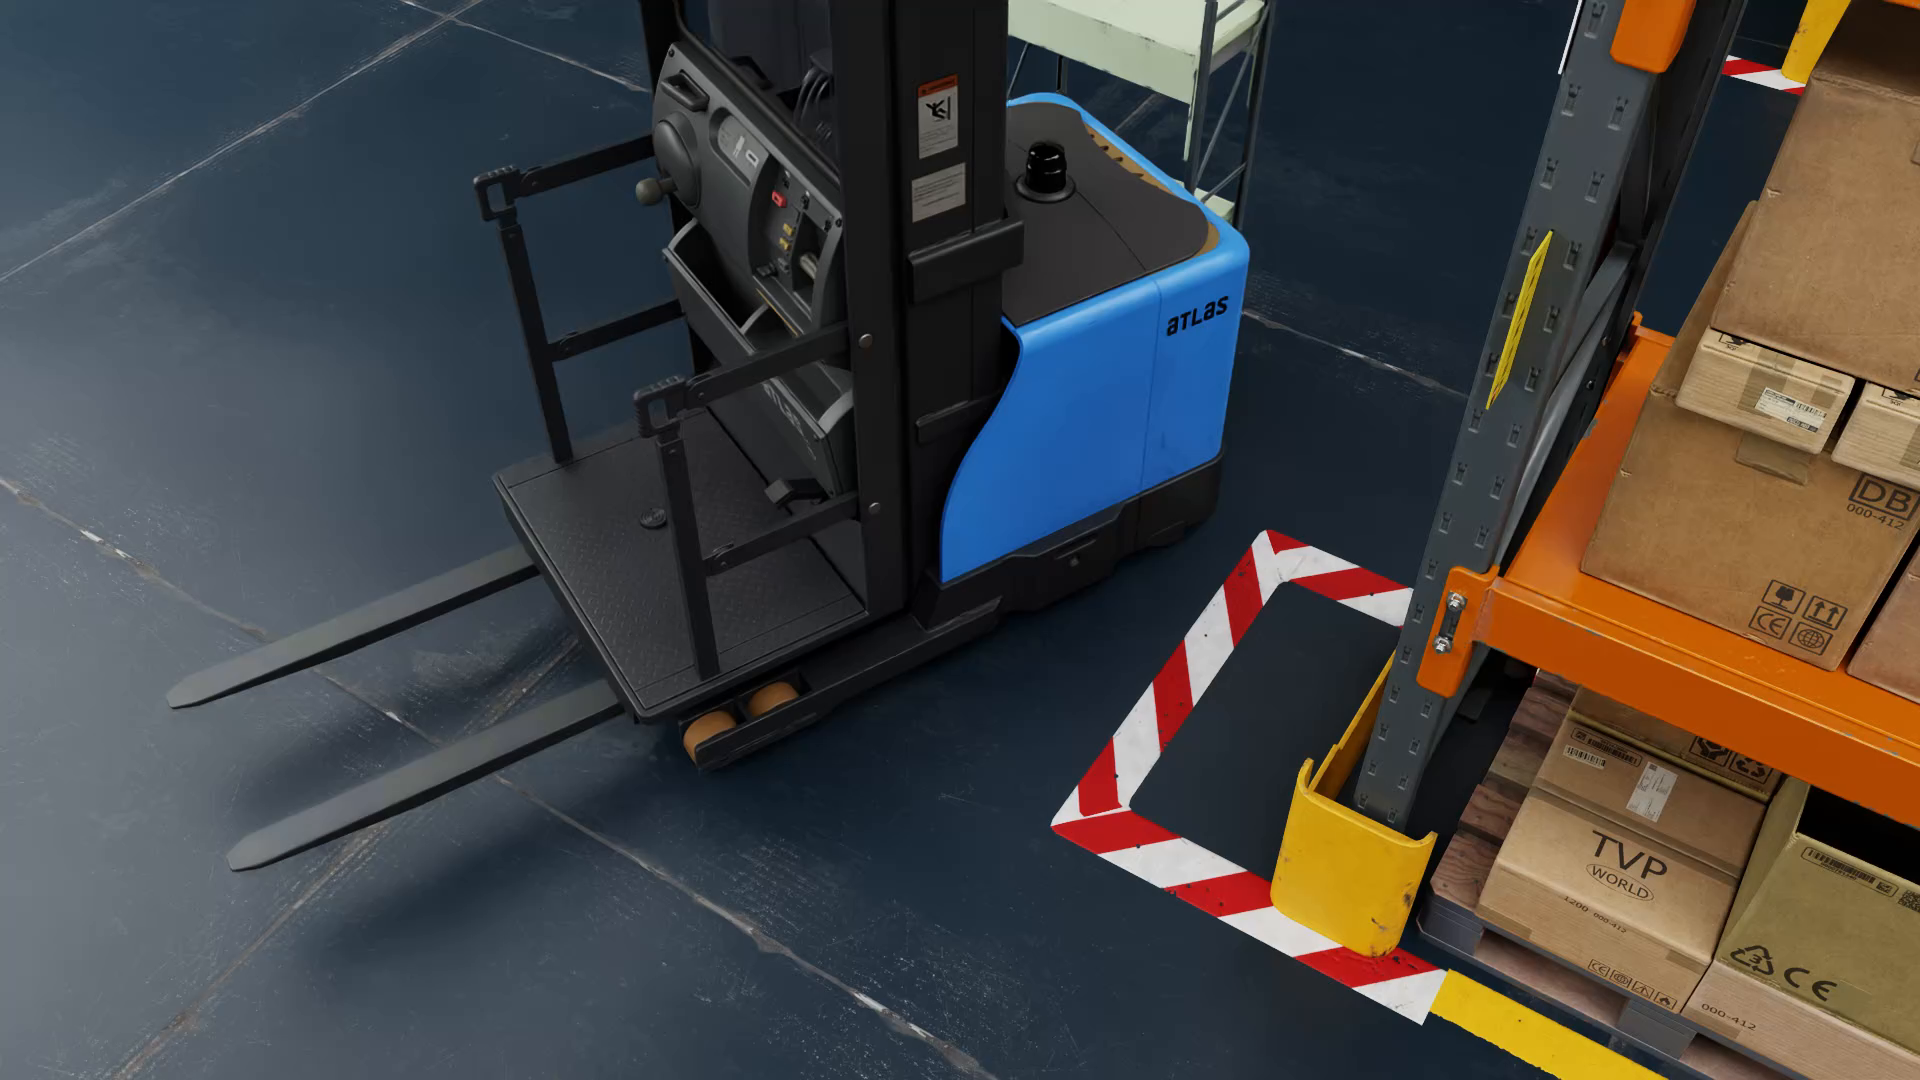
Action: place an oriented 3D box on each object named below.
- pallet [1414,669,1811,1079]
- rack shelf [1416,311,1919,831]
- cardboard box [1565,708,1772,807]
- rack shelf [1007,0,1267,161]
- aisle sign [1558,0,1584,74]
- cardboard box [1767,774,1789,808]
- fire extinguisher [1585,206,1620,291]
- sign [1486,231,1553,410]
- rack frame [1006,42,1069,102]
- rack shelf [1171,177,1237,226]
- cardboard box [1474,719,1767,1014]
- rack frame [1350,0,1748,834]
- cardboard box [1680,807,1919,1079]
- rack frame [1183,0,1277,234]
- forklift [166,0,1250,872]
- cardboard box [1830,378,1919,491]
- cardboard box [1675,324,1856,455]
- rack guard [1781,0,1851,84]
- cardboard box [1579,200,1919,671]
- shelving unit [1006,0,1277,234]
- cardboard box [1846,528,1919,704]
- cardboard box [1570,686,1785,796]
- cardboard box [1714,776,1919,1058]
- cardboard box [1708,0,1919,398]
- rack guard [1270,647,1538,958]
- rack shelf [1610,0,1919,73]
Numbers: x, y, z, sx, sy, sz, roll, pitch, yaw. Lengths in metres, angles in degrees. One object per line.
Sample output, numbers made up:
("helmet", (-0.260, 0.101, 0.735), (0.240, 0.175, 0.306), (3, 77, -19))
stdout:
("pallet", (1.932, 0.866, 4.262), (1.213, 0.211, 1.003), (25, 51, 22))
("rack shelf", (2.949, 0.648, 3.030), (4.000, 0.370, 1.077), (25, 51, 22))
("cardboard box", (1.877, 0.464, 4.332), (0.500, 0.250, 0.500), (25, 51, 22))
("rack shelf", (0.528, -1.546, 5.159), (0.720, 0.370, 0.431), (29, 52, 25))
("aisle sign", (1.045, -1.123, 2.437), (0.004, 0.787, 0.394), (25, 51, 22))
("cardboard box", (2.304, 0.651, 4.151), (0.500, 0.250, 0.500), (25, 51, 22))
("fire extinguisher", (1.417, -0.676, 3.869), (0.183, 0.674, 0.296), (25, 51, 22))
("sign", (0.961, -0.373, 2.862), (0.005, 0.325, 0.100), (25, 51, 22))
("rack frame", (0.235, -1.432, 5.592), (0.023, 1.500, 0.400), (29, 52, 25))
("rack shelf", (0.522, -1.042, 5.668), (0.720, 0.370, 0.431), (29, 52, 25))
("cardboard box", (1.597, 0.777, 4.028), (0.500, 0.250, 0.500), (25, 51, 22))
("rack frame", (1.266, -0.377, 3.525), (0.127, 3.000, 1.000), (25, 51, 22))
("cardboard box", (2.020, 0.968, 3.842), (0.500, 0.250, 0.500), (25, 51, 22))
("rack frame", (0.814, -1.111, 5.280), (0.023, 1.500, 0.400), (29, 52, 25))
("forklift", (-0.706, -0.819, 4.002), (3.031, 2.935, 1.130), (-24, 51, -22))
("cardboard box", (1.703, -0.255, 2.884), (0.250, 0.149, 0.380), (23, 50, 21))
("cardboard box", (1.480, -0.356, 2.982), (0.250, 0.149, 0.380), (24, 51, 22))
("rack guard", (4.001, -2.468, 7.300), (0.348, 0.500, 1.175), (25, 51, 22))
("cardboard box", (1.652, -0.223, 3.306), (0.500, 0.500, 0.700), (25, 51, 22))
("shelving unit", (0.525, -1.271, 5.436), (0.755, 1.500, 0.431), (29, 52, 25))
("cardboard box", (2.096, -0.023, 3.111), (0.500, 0.500, 0.700), (26, 51, 23))
("cardboard box", (1.878, 0.202, 4.064), (0.500, 0.500, 0.500), (25, 51, 22))
("cardboard box", (2.019, 0.708, 3.572), (0.500, 0.500, 0.500), (25, 51, 22))
("cardboard box", (1.696, -0.655, 2.821), (0.500, 0.500, 0.700), (25, 51, 22))
("rack guard", (1.245, 0.485, 4.430), (0.348, 0.500, 1.175), (25, 51, 22))
("rack shelf", (2.949, -0.397, 1.954), (4.000, 0.370, 1.077), (25, 51, 22))
